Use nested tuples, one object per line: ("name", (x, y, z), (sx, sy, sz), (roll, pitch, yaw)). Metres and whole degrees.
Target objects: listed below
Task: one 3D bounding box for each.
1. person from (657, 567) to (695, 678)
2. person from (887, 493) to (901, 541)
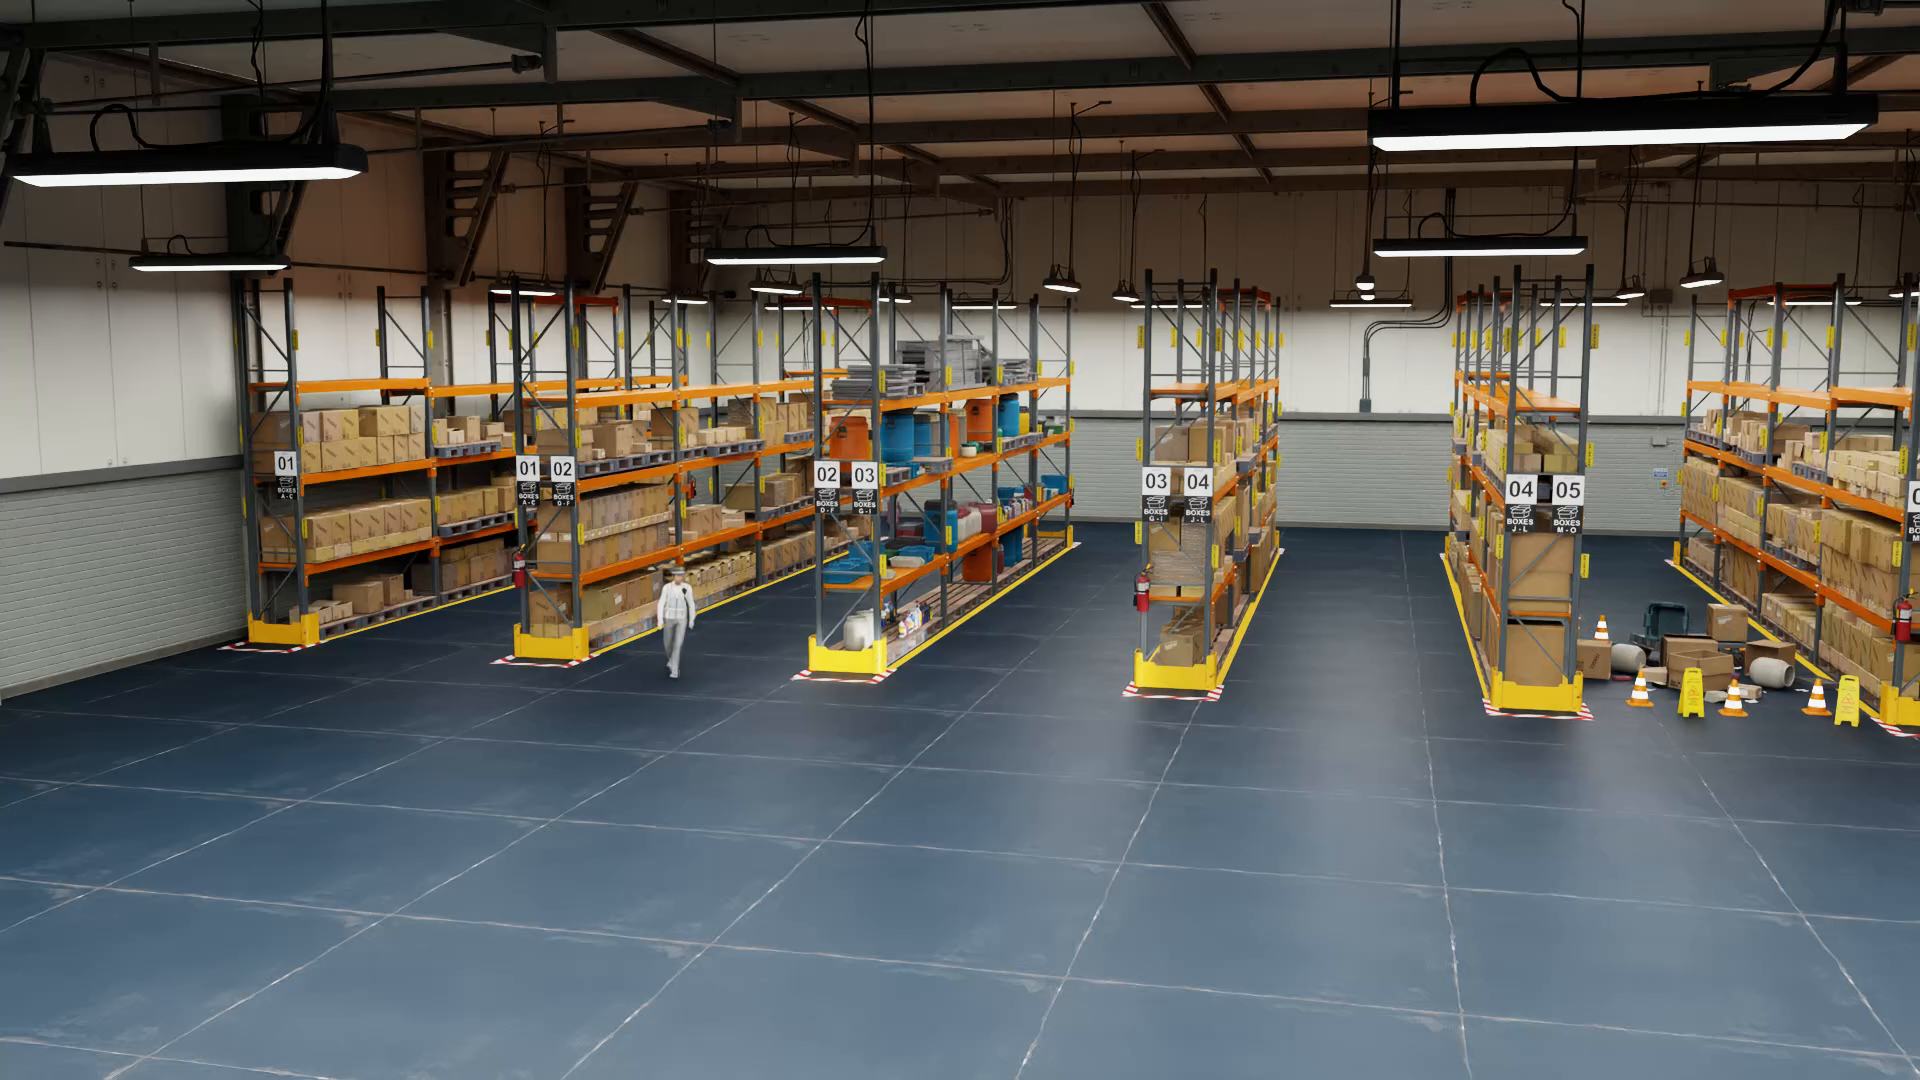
("person", (-4.264, 1.203, 25.012), (0.566, 1.627, 0.870), (-1, 7, -9))
("person", (-1.549, -0.368, 38.207), (0.434, 1.599, 0.448), (-4, 8, -30))
